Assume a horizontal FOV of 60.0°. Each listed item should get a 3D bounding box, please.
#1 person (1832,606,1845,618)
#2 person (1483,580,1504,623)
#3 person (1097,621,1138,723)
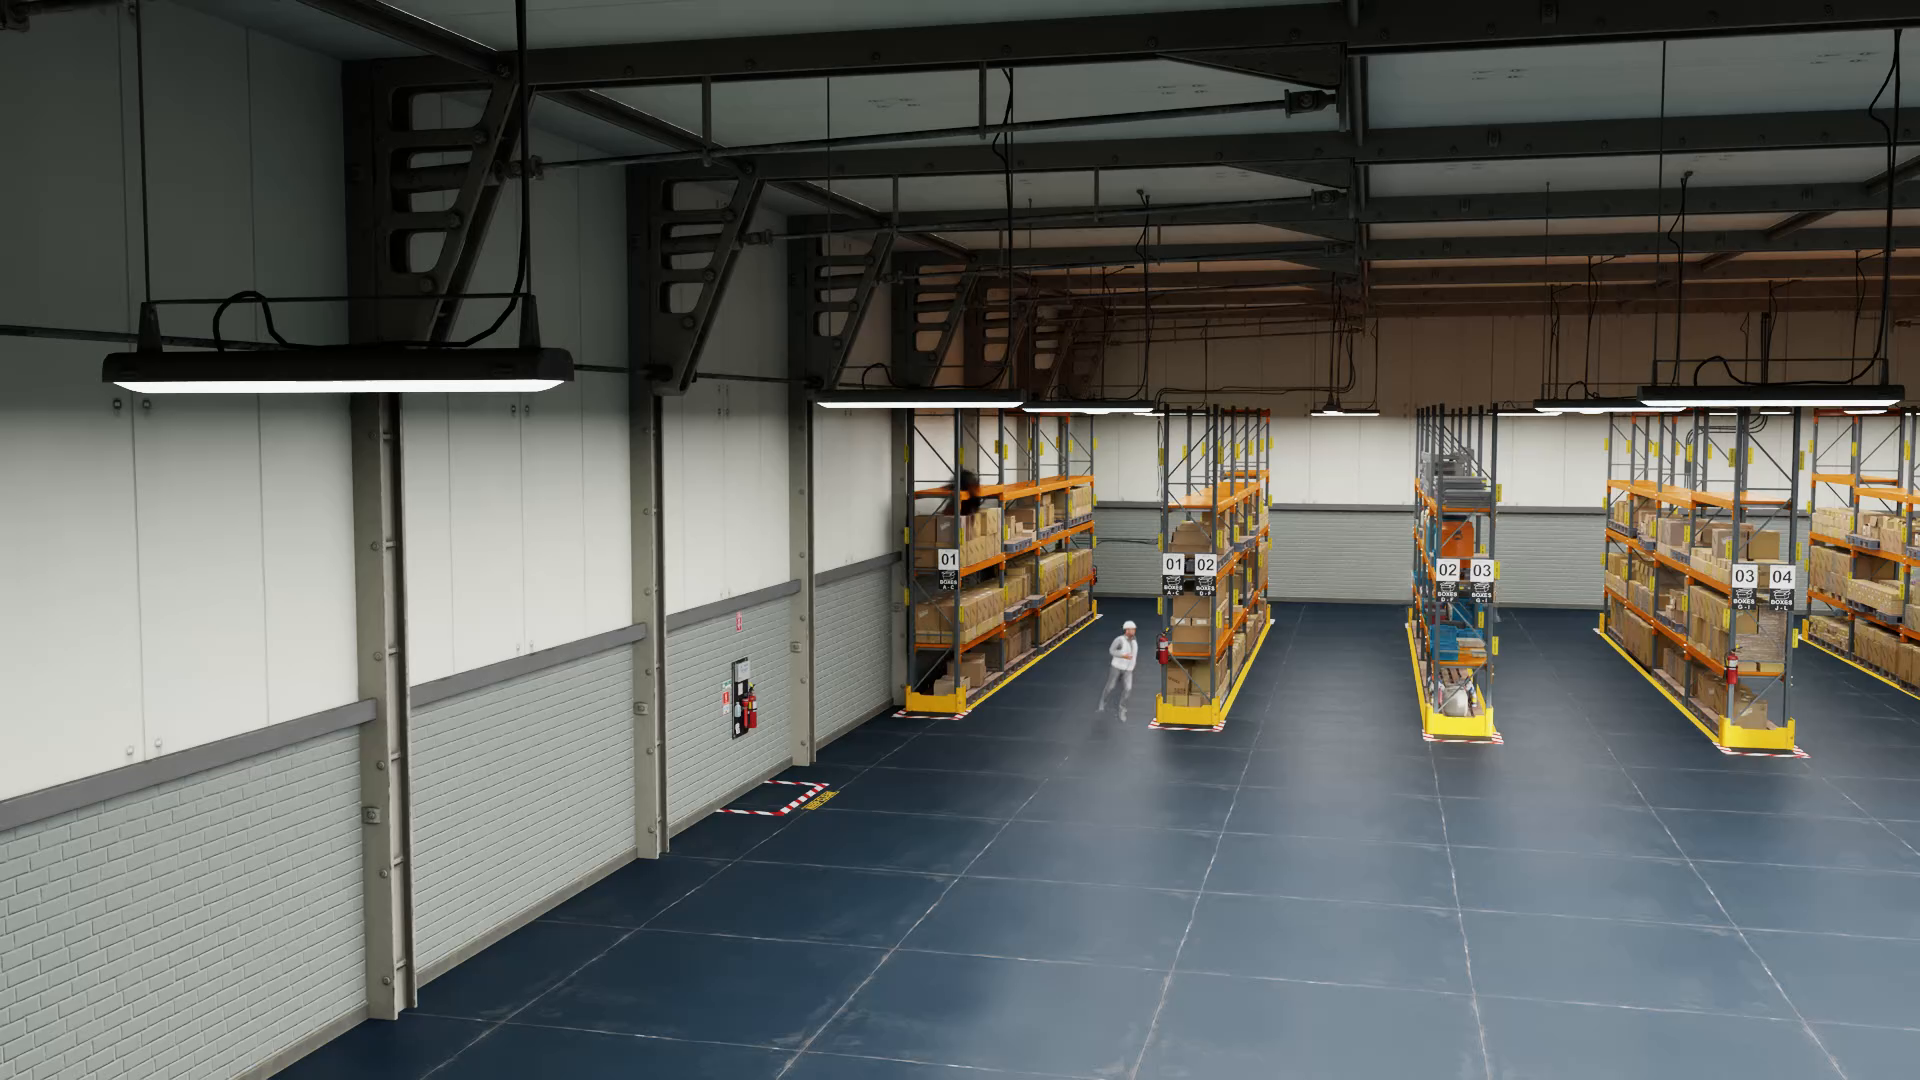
[{"bbox_3d":[23.478,1.620,44.208,0.776,1.823,0.714,1,4,12],"label":"person"},{"bbox_3d":[14.866,1.472,46.894,0.941,1.701,0.591,2,5,25],"label":"person"},{"bbox_3d":[2.990,2.389,30.582,0.769,1.802,0.823,-2,5,-27],"label":"person"}]
